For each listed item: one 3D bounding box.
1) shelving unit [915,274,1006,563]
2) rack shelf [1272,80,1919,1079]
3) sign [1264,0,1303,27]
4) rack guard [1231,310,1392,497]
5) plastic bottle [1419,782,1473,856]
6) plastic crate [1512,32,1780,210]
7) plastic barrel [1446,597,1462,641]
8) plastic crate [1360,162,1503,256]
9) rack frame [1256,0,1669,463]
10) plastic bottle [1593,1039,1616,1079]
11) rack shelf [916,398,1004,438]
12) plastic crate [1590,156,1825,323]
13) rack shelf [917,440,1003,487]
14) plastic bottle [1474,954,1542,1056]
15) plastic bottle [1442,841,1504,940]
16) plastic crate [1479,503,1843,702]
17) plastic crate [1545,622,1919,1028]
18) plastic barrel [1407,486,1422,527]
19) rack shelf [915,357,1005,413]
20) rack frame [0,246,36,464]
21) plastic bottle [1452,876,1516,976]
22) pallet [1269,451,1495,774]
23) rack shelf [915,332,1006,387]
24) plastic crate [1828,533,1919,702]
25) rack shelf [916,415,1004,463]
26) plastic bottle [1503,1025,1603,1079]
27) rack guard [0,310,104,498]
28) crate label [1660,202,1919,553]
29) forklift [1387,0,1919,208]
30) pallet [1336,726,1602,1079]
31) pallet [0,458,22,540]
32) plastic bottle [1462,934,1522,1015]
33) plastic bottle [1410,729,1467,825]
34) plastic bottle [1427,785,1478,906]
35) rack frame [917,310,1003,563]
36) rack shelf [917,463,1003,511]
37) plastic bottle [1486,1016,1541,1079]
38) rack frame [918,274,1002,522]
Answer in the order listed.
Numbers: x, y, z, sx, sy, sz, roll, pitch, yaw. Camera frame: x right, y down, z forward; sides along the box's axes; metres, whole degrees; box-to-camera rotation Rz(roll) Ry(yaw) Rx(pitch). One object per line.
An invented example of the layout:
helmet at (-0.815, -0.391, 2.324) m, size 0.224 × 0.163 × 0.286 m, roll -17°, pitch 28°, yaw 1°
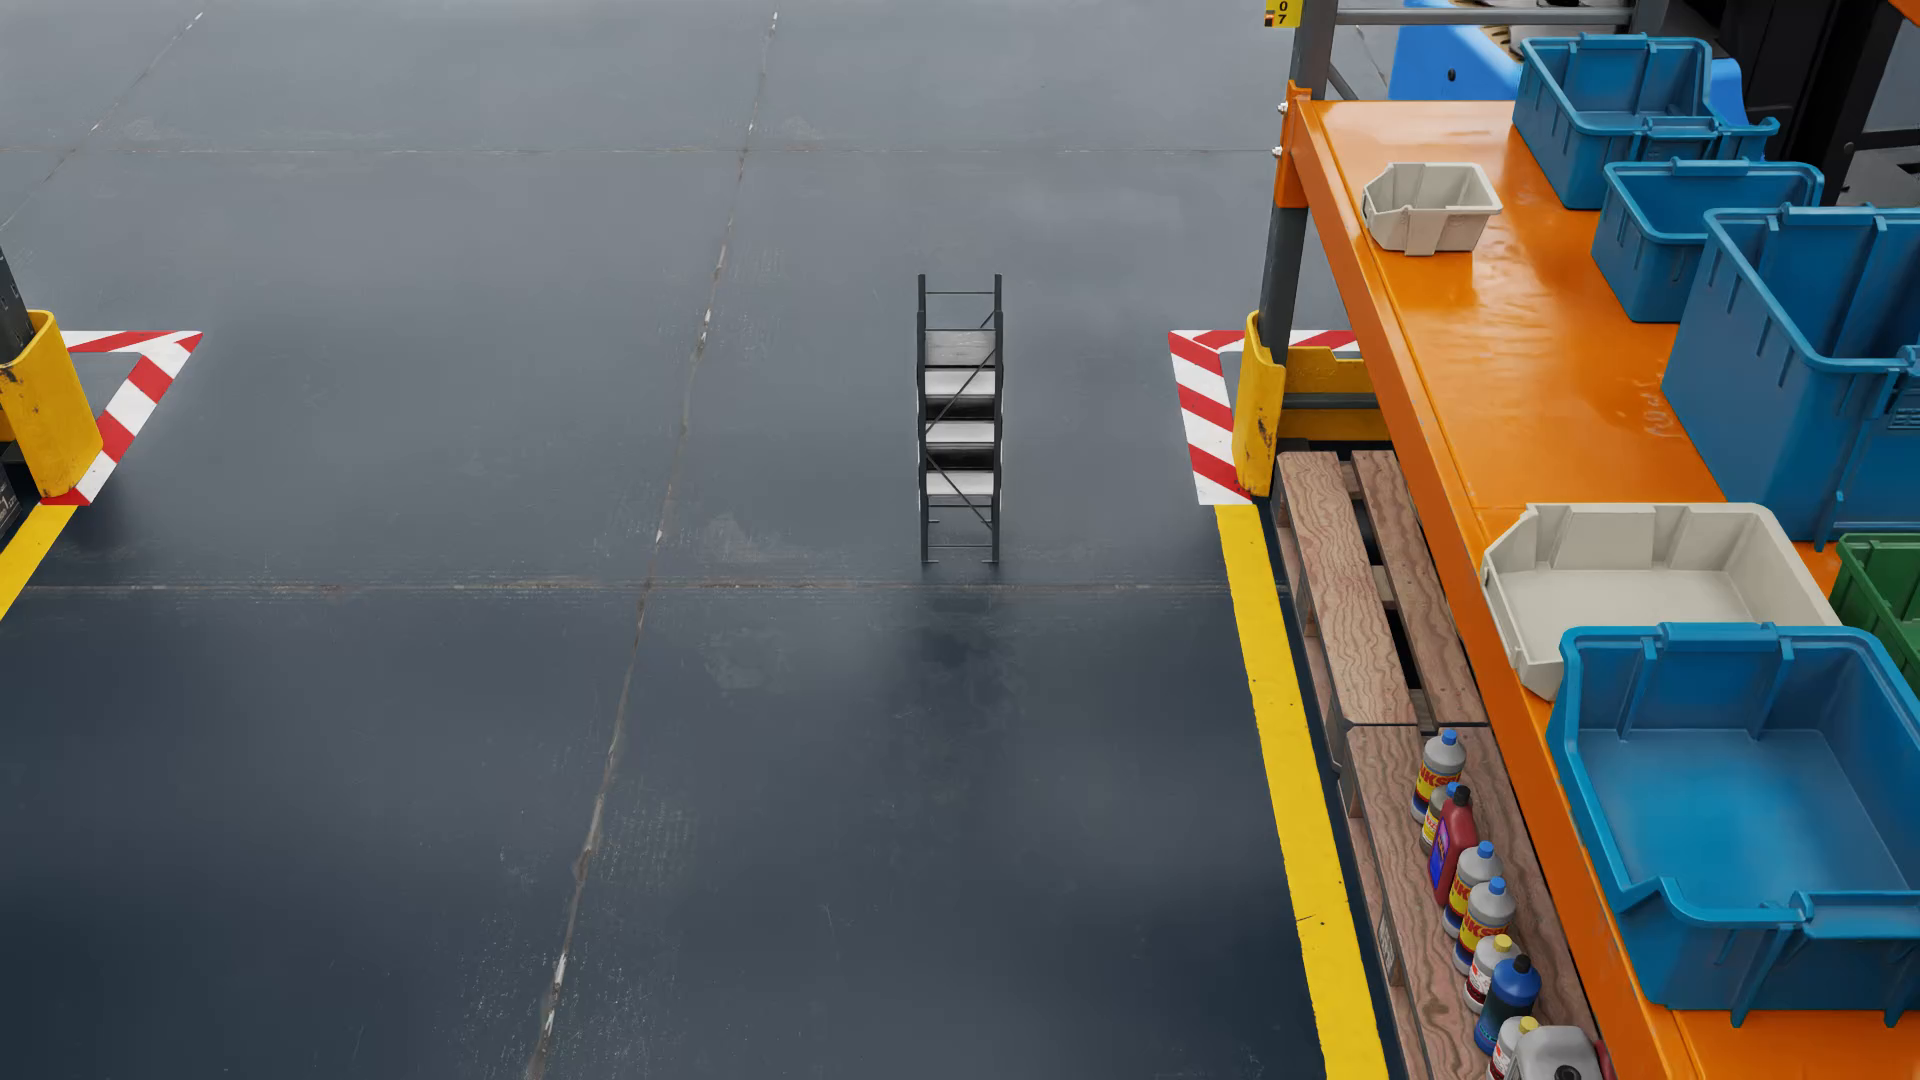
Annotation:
shelving unit at (0.000, -0.346, 4.962) m, size 0.258 × 0.900 × 0.210 m, roll 0°, pitch 39°, yaw 0°
rack shelf at (1.462, 0.064, 3.346) m, size 1.077 × 0.370 × 4.000 m, roll 0°, pitch 39°, yaw 0°
sign at (0.909, -1.577, 4.598) m, size 0.100 × 0.325 × 0.005 m, roll 0°, pitch 39°, yaw 0°
rack guard at (1.506, -0.444, 5.405) m, size 1.175 × 0.500 × 0.348 m, roll 0°, pitch 39°, yaw 0°
plastic bottle at (1.150, 0.652, 3.924) m, size 0.097 × 0.201 × 0.097 m, roll 0°, pitch 39°, yaw 0°
plastic crate at (1.759, -1.096, 4.338) m, size 0.499 × 0.251 × 0.616 m, roll 0°, pitch 39°, yaw 0°
plastic barrel at (1.537, 0.065, 4.424) m, size 0.421 × 0.512 × 0.421 m, roll 0°, pitch 39°, yaw 0°
plastic crate at (1.138, -0.804, 4.066) m, size 0.298 × 0.136 × 0.250 m, roll 0°, pitch 39°, yaw 0°
rack frame at (1.459, -1.467, 4.682) m, size 1.000 × 3.000 × 0.127 m, roll 0°, pitch 39°, yaw 0°
plastic bottle at (1.285, 1.096, 3.304) m, size 0.061 × 0.283 × 0.133 m, roll 0°, pitch 39°, yaw 0°
rack shelf at (0.000, -0.390, 4.927) m, size 0.258 × 0.077 × 0.200 m, roll 0°, pitch 39°, yaw 0°
plastic crate at (1.754, -0.690, 3.832) m, size 0.499 × 0.251 × 0.408 m, roll 0°, pitch 39°, yaw 0°
rack shelf at (0.000, -0.250, 5.039) m, size 0.258 × 0.077 × 0.200 m, roll 0°, pitch 39°, yaw 0°
plastic bottle at (1.150, 0.963, 3.479) m, size 0.097 × 0.271 × 0.097 m, roll 0°, pitch 39°, yaw 0°
plastic bottle at (1.150, 0.774, 3.715) m, size 0.097 × 0.271 × 0.097 m, roll 0°, pitch 39°, yaw 0°
plastic crate at (1.209, 0.122, 2.910) m, size 0.530 × 0.136 × 0.437 m, roll 0°, pitch 39°, yaw 0°
plastic crate at (1.191, 0.400, 2.471) m, size 0.499 × 0.251 × 0.616 m, roll 0°, pitch 39°, yaw 0°
plastic barrel at (1.536, -0.249, 4.815) m, size 0.421 × 0.512 × 0.421 m, roll 0°, pitch 39°, yaw 0°
rack shelf at (0.000, -0.461, 4.871) m, size 0.258 × 0.077 × 0.200 m, roll 0°, pitch 39°, yaw 0°
rack frame at (-3.494, -1.464, 4.678) m, size 1.000 × 3.000 × 0.127 m, roll 0°, pitch 39°, yaw 0°
plastic bottle at (1.150, 0.837, 3.637) m, size 0.097 × 0.271 × 0.097 m, roll 0°, pitch 39°, yaw 0°
pallet at (1.502, 0.177, 4.861) m, size 1.003 × 0.211 × 1.213 m, roll 0°, pitch 39°, yaw 0°
rack shelf at (0.000, -0.531, 4.814) m, size 0.258 × 0.077 × 0.200 m, roll 0°, pitch 39°, yaw 0°
plastic crate at (1.745, 0.268, 2.687) m, size 0.450 × 0.188 × 0.662 m, roll 0°, pitch 39°, yaw 0°
rack shelf at (0.000, -0.320, 4.983) m, size 0.258 × 0.077 × 0.200 m, roll 0°, pitch 39°, yaw 0°
plastic bottle at (1.178, 1.099, 3.306) m, size 0.152 × 0.276 × 0.135 m, roll 1°, pitch 39°, yaw 1°
rack guard at (-3.494, -0.441, 5.400) m, size 1.175 × 0.500 × 0.348 m, roll 0°, pitch 39°, yaw 0°
crate label at (1.732, -0.330, 3.235) m, size 0.502 × 0.435 × 0.616 m, roll 0°, pitch 39°, yaw 0°
forklift at (3.200, -2.268, 5.737) m, size 3.031 × 2.935 × 1.130 m, roll -6°, pitch 39°, yaw -8°
pallet at (1.500, 0.938, 3.911) m, size 1.003 × 0.211 × 1.213 m, roll 0°, pitch 39°, yaw 0°
pallet at (-3.528, 0.180, 4.856) m, size 1.003 × 0.211 × 1.213 m, roll 0°, pitch 39°, yaw 0°
plastic bottle at (1.150, 0.926, 3.582) m, size 0.097 × 0.201 × 0.097 m, roll 0°, pitch 39°, yaw 0°
plastic bottle at (1.150, 0.560, 3.983) m, size 0.097 × 0.271 × 0.097 m, roll 0°, pitch 39°, yaw 0°
plastic bottle at (1.132, 0.697, 3.802) m, size 0.061 × 0.283 × 0.133 m, roll 1°, pitch 39°, yaw 1°
rack frame at (0.000, -0.282, 4.883) m, size 0.240 × 0.900 × 0.006 m, roll 0°, pitch 39°, yaw 0°
rack shelf at (0.000, -0.180, 5.096) m, size 0.258 × 0.077 × 0.200 m, roll 0°, pitch 39°, yaw 0°
plastic bottle at (1.151, 1.055, 3.421) m, size 0.097 × 0.201 × 0.097 m, roll 0°, pitch 39°, yaw 0°
rack frame at (0.000, -0.410, 5.042) m, size 0.240 × 0.900 × 0.006 m, roll 0°, pitch 39°, yaw 0°
